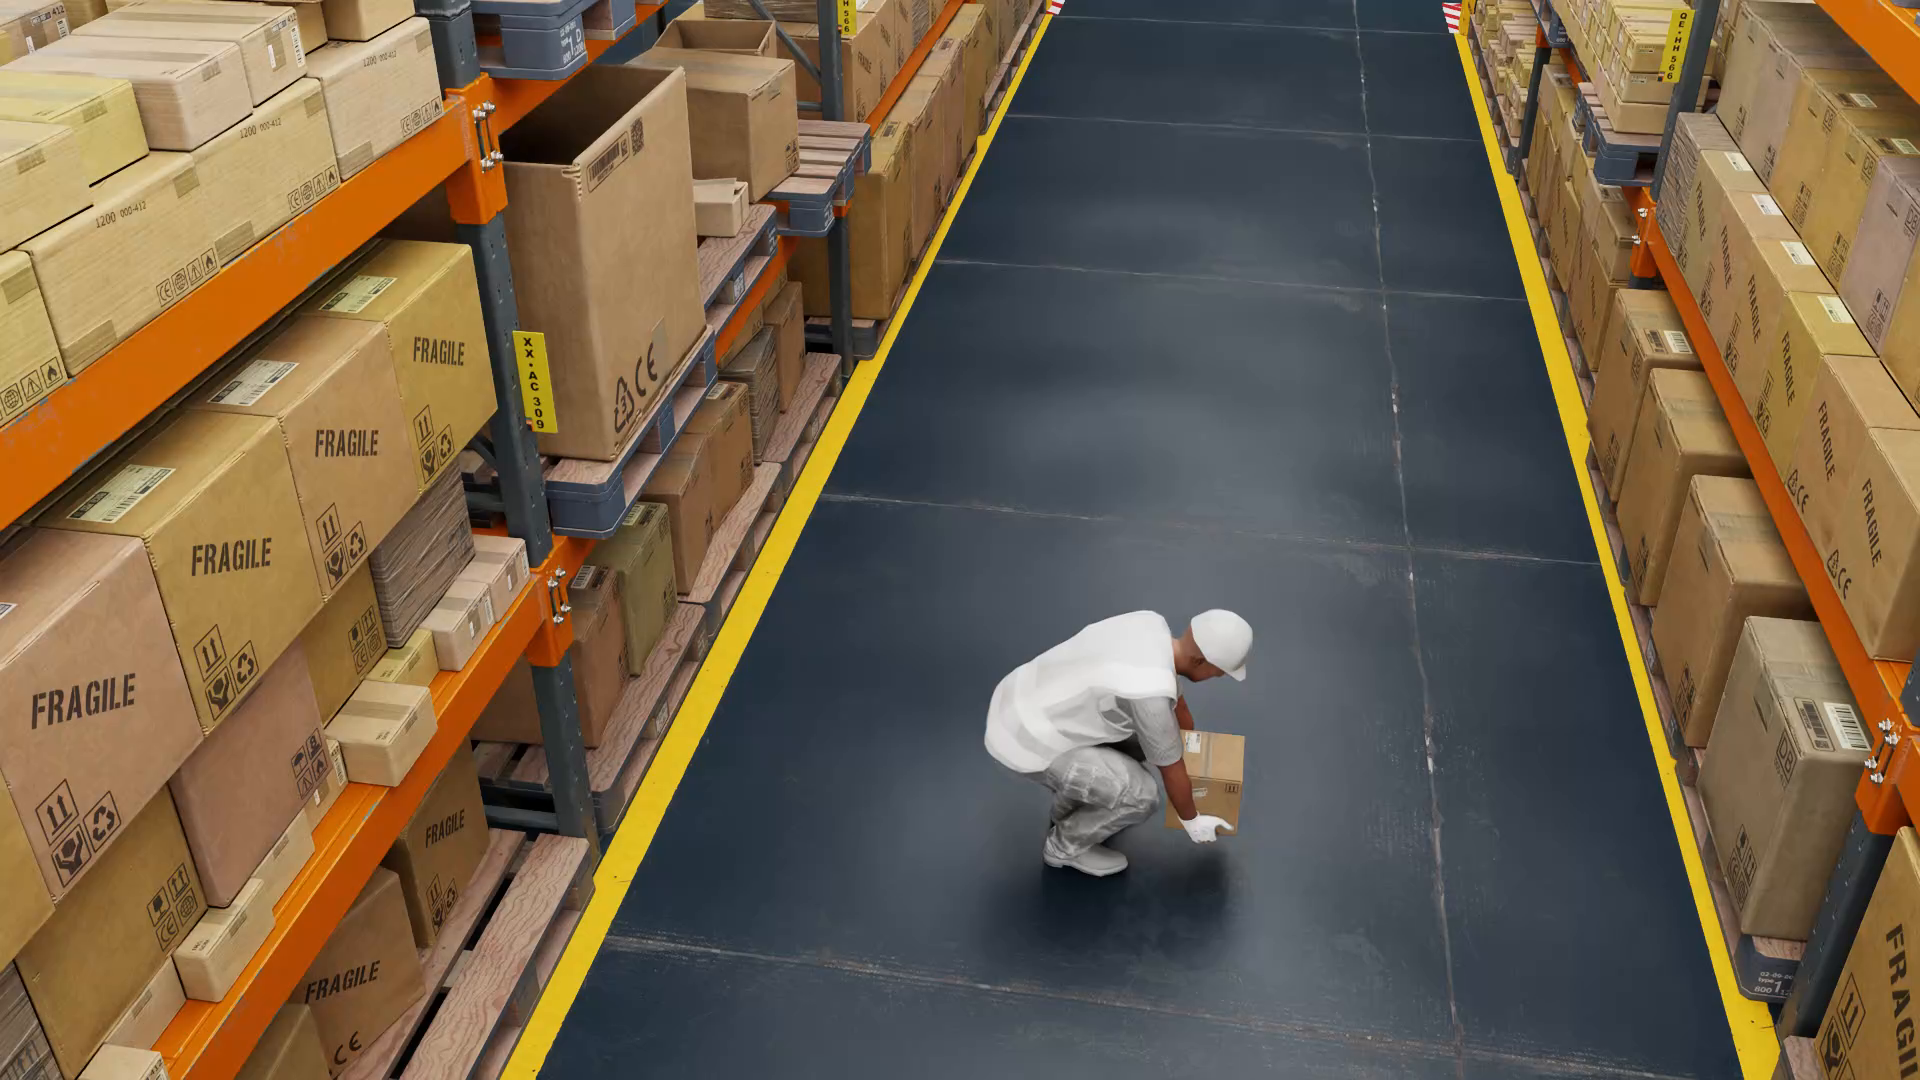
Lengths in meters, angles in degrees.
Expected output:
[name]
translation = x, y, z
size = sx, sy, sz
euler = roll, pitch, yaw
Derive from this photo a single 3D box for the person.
[person]
translation = 0.544, 0.663, 5.795
size = 0.879, 1.013, 0.546
euler = 4, 32, 7
